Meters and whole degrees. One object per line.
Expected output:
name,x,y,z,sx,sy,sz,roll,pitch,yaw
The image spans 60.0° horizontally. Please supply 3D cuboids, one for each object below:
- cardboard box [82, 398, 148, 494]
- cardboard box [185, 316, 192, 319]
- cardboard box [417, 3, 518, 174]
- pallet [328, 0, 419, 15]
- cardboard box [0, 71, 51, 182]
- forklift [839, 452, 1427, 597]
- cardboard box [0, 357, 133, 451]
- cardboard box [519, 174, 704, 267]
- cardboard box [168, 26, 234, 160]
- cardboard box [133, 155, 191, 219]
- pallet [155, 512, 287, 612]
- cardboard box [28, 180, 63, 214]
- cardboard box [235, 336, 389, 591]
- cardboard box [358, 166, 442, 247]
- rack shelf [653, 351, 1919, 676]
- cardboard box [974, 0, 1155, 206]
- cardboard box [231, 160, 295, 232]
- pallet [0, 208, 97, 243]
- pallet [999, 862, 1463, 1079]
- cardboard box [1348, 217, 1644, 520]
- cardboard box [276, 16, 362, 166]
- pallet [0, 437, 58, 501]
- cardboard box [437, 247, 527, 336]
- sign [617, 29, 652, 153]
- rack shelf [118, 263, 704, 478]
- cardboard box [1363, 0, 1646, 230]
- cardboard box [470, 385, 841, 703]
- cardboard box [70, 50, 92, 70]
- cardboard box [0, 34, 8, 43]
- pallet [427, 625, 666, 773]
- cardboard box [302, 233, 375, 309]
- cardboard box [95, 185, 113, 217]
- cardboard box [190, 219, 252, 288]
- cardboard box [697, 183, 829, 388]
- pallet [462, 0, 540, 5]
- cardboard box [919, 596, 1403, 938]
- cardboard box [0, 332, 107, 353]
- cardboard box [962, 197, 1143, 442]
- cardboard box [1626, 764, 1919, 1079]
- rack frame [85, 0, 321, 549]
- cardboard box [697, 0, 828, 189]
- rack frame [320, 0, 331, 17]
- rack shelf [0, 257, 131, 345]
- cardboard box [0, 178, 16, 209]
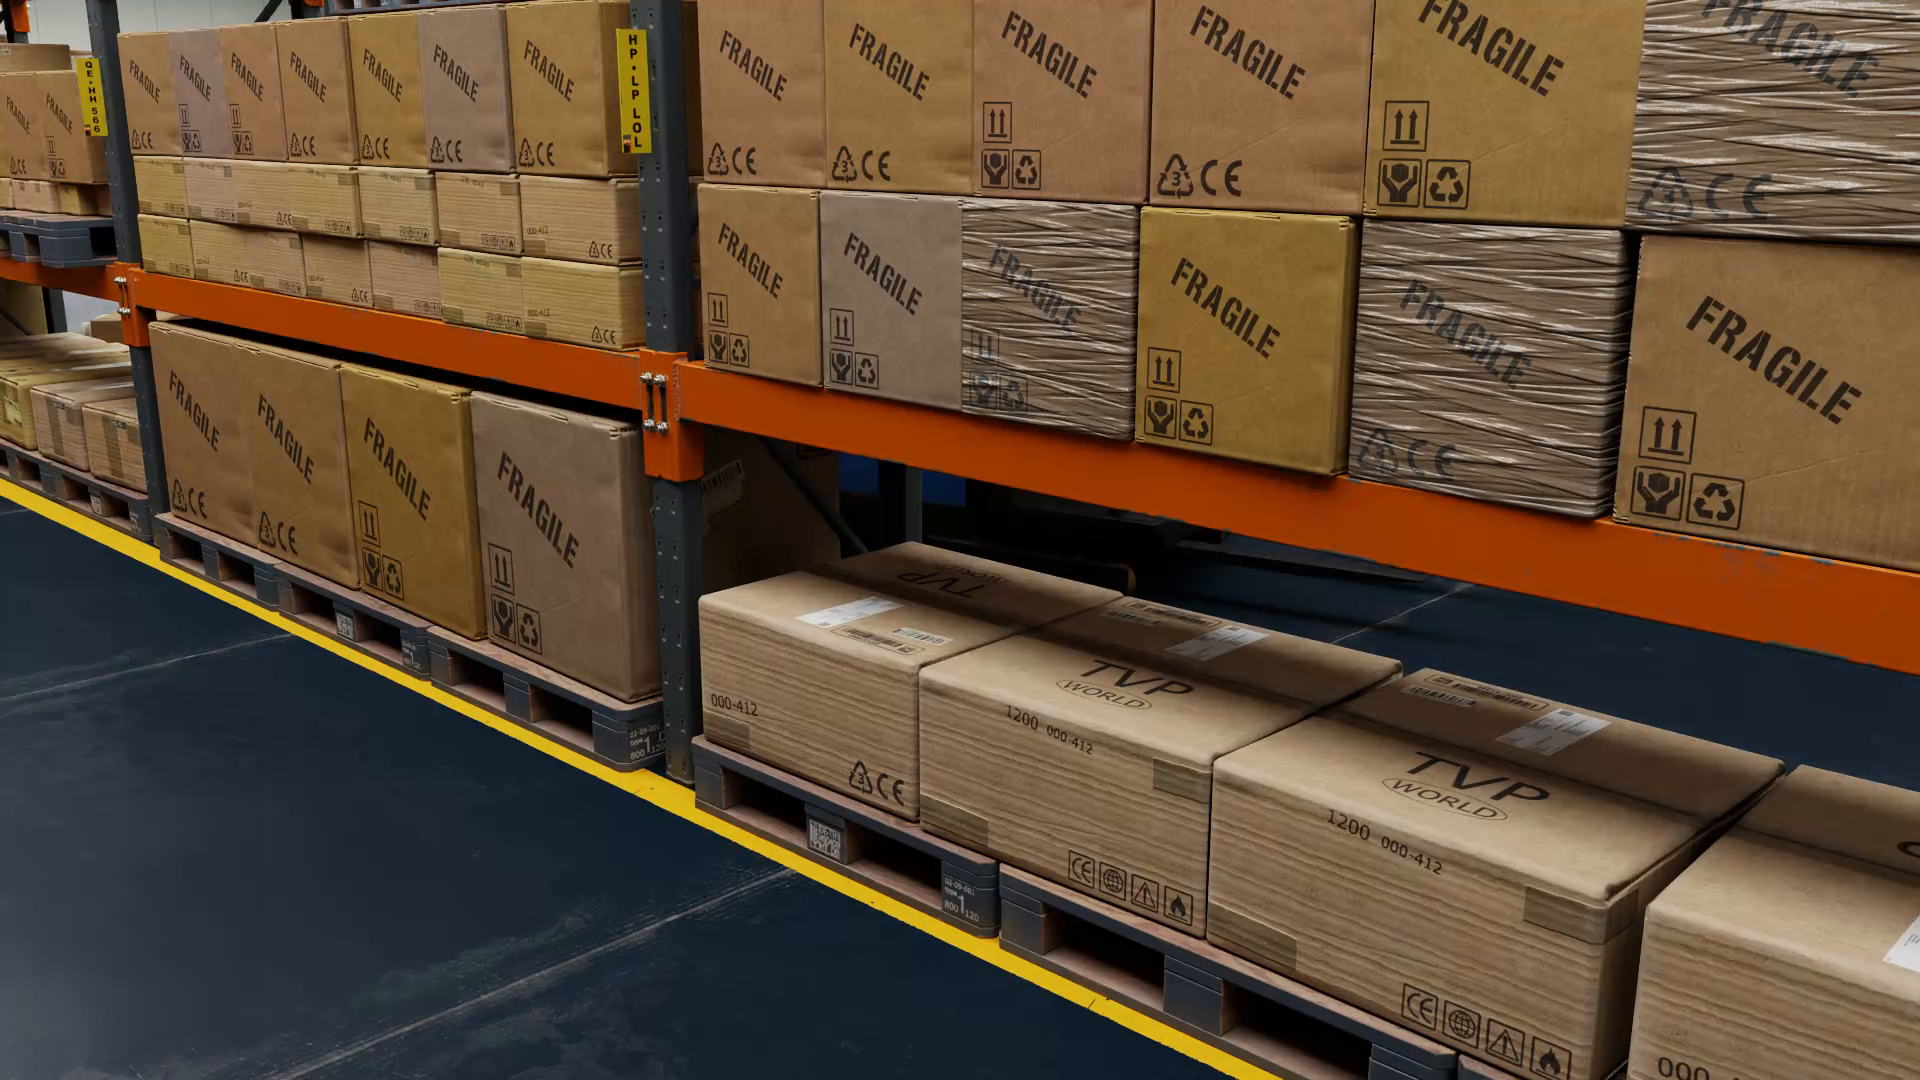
cardboard box,-3.794,-0.532,8.403,0.625,0.372,0.950,12,19,39
cardboard box,-6.132,-1.844,14.010,0.637,0.503,0.797,1,15,4
cardboard box,-1.388,-1.453,5.380,0.500,0.500,0.500,-14,20,-43
pallet,-5.249,-5.096,15.769,1.213,0.211,1.003,14,20,42
cardboard box,-4.294,-2.013,8.086,0.500,0.500,0.500,13,20,41
forklift,0.669,-1.313,7.157,3.031,2.935,1.130,9,17,30
cardboard box,-4.873,-0.793,9.406,0.950,0.372,0.625,-14,20,-42
cardboard box,-1.001,-1.002,5.134,0.500,0.250,0.500,14,20,42
cardboard box,-2.845,-1.816,6.771,0.500,0.500,0.500,14,20,42
cardboard box,-3.201,-1.535,7.181,0.500,0.250,0.500,13,20,42
pallet,-2.879,0.002,7.507,1.213,0.211,1.003,14,20,42
cardboard box,-4.249,-1.666,8.040,0.250,0.149,0.380,13,20,42
cardboard box,-2.316,-0.382,6.829,0.875,0.875,0.875,14,20,43
cardboard box,-1.743,-1.177,5.808,0.500,0.250,0.500,-14,20,-43
rack shelf,0.925,-0.101,3.798,4.000,0.370,1.077,14,20,42
cardboard box,0.380,-1.023,3.728,0.500,0.500,0.500,-14,20,-43
cardboard box,-2.479,-1.355,6.490,0.500,0.250,0.500,14,20,42
pallet,-4.848,-1.746,9.063,1.213,0.211,1.003,14,20,42
pallet,0.861,0.911,4.018,1.213,0.211,1.003,14,20,42
cardboard box,1.106,-0.363,3.178,0.500,0.500,0.500,-14,20,-43
cardboard box,-2.123,-1.634,6.071,0.500,0.500,0.500,14,20,43
pallet,-4.830,-0.501,9.435,1.213,0.211,1.003,14,20,42
cardboard box,-1.378,-0.849,5.539,0.500,0.250,0.500,13,20,41
sign,-0.884,-1.221,4.531,0.005,0.325,0.100,14,20,42
rack shelf,-1.955,-0.801,6.485,4.000,0.370,1.077,14,20,42
cardboard box,1.102,-0.846,3.049,0.500,0.500,0.500,14,20,42
cardboard box,-1.017,-0.068,5.627,0.875,0.875,0.875,-14,20,-42
cardboard box,-5.066,-2.707,9.465,0.250,0.149,0.380,13,19,40
cardboard box,-6.440,-2.992,10.695,0.500,0.500,0.700,13,20,42
pallet,-1.123,0.429,5.868,1.213,0.211,1.003,14,20,42
cardboard box,-2.103,-1.030,6.235,0.500,0.250,0.500,14,20,42
cardboard box,-3.794,-1.596,7.773,0.380,0.149,0.250,-14,20,-42
cardboard box,-2.835,-1.209,6.920,0.500,0.250,0.500,13,19,41
cardboard box,-0.359,-0.718,4.541,0.500,0.500,0.500,-14,20,-42
pallet,-3.492,-4.669,14.130,1.213,0.211,1.003,14,20,42
cardboard box,0.508,0.523,4.224,0.875,0.438,0.875,13,19,41
cardboard box,-5.894,-1.040,10.352,0.625,0.372,0.950,14,20,43
cardboard box,0.354,-0.541,3.861,0.500,0.500,0.500,14,20,43
cardboard box,1.820,0.840,3.008,0.875,0.438,0.875,13,19,40
rack frame,-3.394,-1.499,7.738,0.127,3.000,1.000,14,20,42
cardboard box,-0.340,-1.204,4.424,0.500,0.500,0.500,14,20,43
rack frame,-5.790,-3.816,16.627,0.127,3.000,1.000,14,20,42
rack shelf,-4.834,-1.501,9.172,4.000,0.370,1.077,14,20,42
cardboard box,-4.633,-1.757,8.390,0.250,0.149,0.380,14,20,43
